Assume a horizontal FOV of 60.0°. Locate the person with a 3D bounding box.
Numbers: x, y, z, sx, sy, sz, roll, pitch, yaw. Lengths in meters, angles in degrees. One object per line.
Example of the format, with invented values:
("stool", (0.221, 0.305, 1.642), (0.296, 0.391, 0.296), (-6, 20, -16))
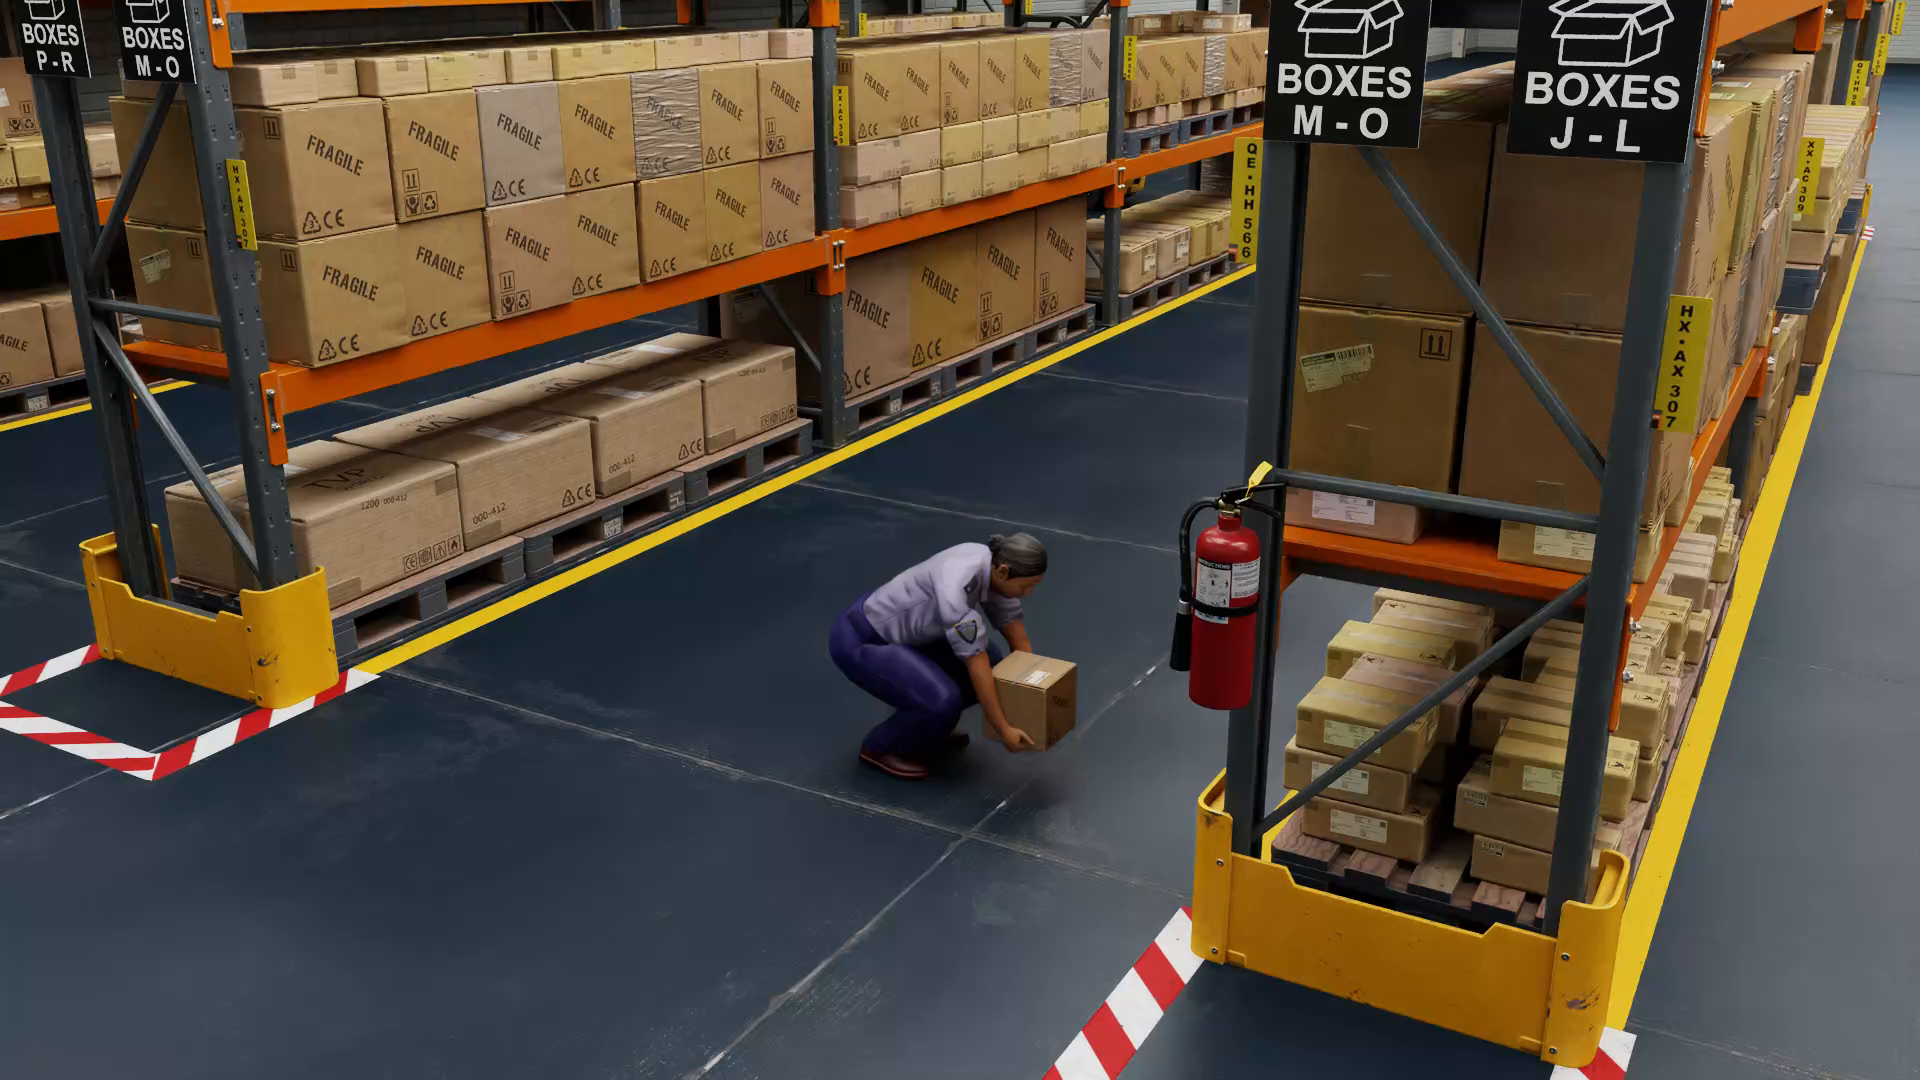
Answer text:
("person", (-0.045, 0.393, 6.067), (0.860, 0.938, 0.507), (10, 22, 26))
